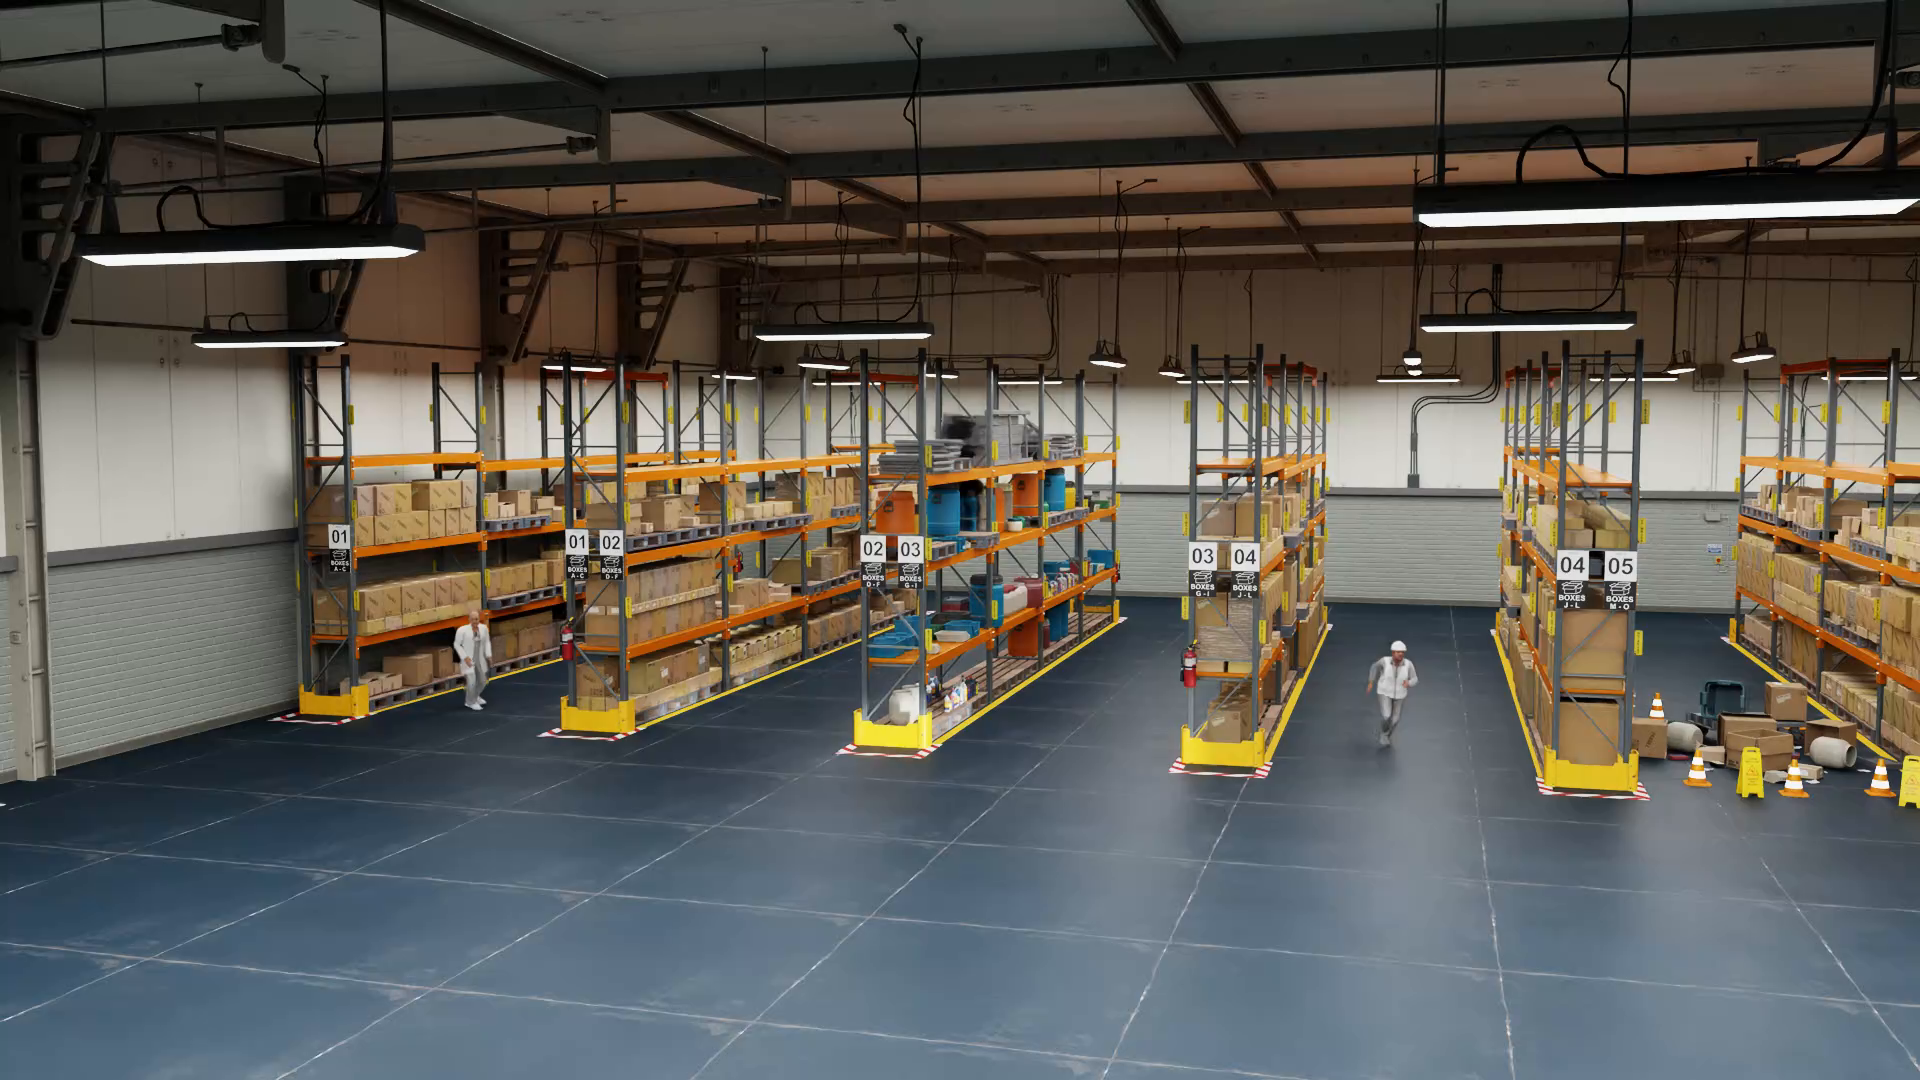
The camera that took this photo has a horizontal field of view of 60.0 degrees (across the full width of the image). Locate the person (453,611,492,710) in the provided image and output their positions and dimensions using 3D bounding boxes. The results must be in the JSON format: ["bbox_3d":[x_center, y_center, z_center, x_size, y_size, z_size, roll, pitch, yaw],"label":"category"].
[{"bbox_3d":[-8.330,2.040,28.262,0.678,1.713,0.773,-4,6,-43],"label":"person"}]

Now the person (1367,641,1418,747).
[{"bbox_3d":[6.470,2.301,24.858,0.652,1.643,0.961,0,4,-1],"label":"person"}]
